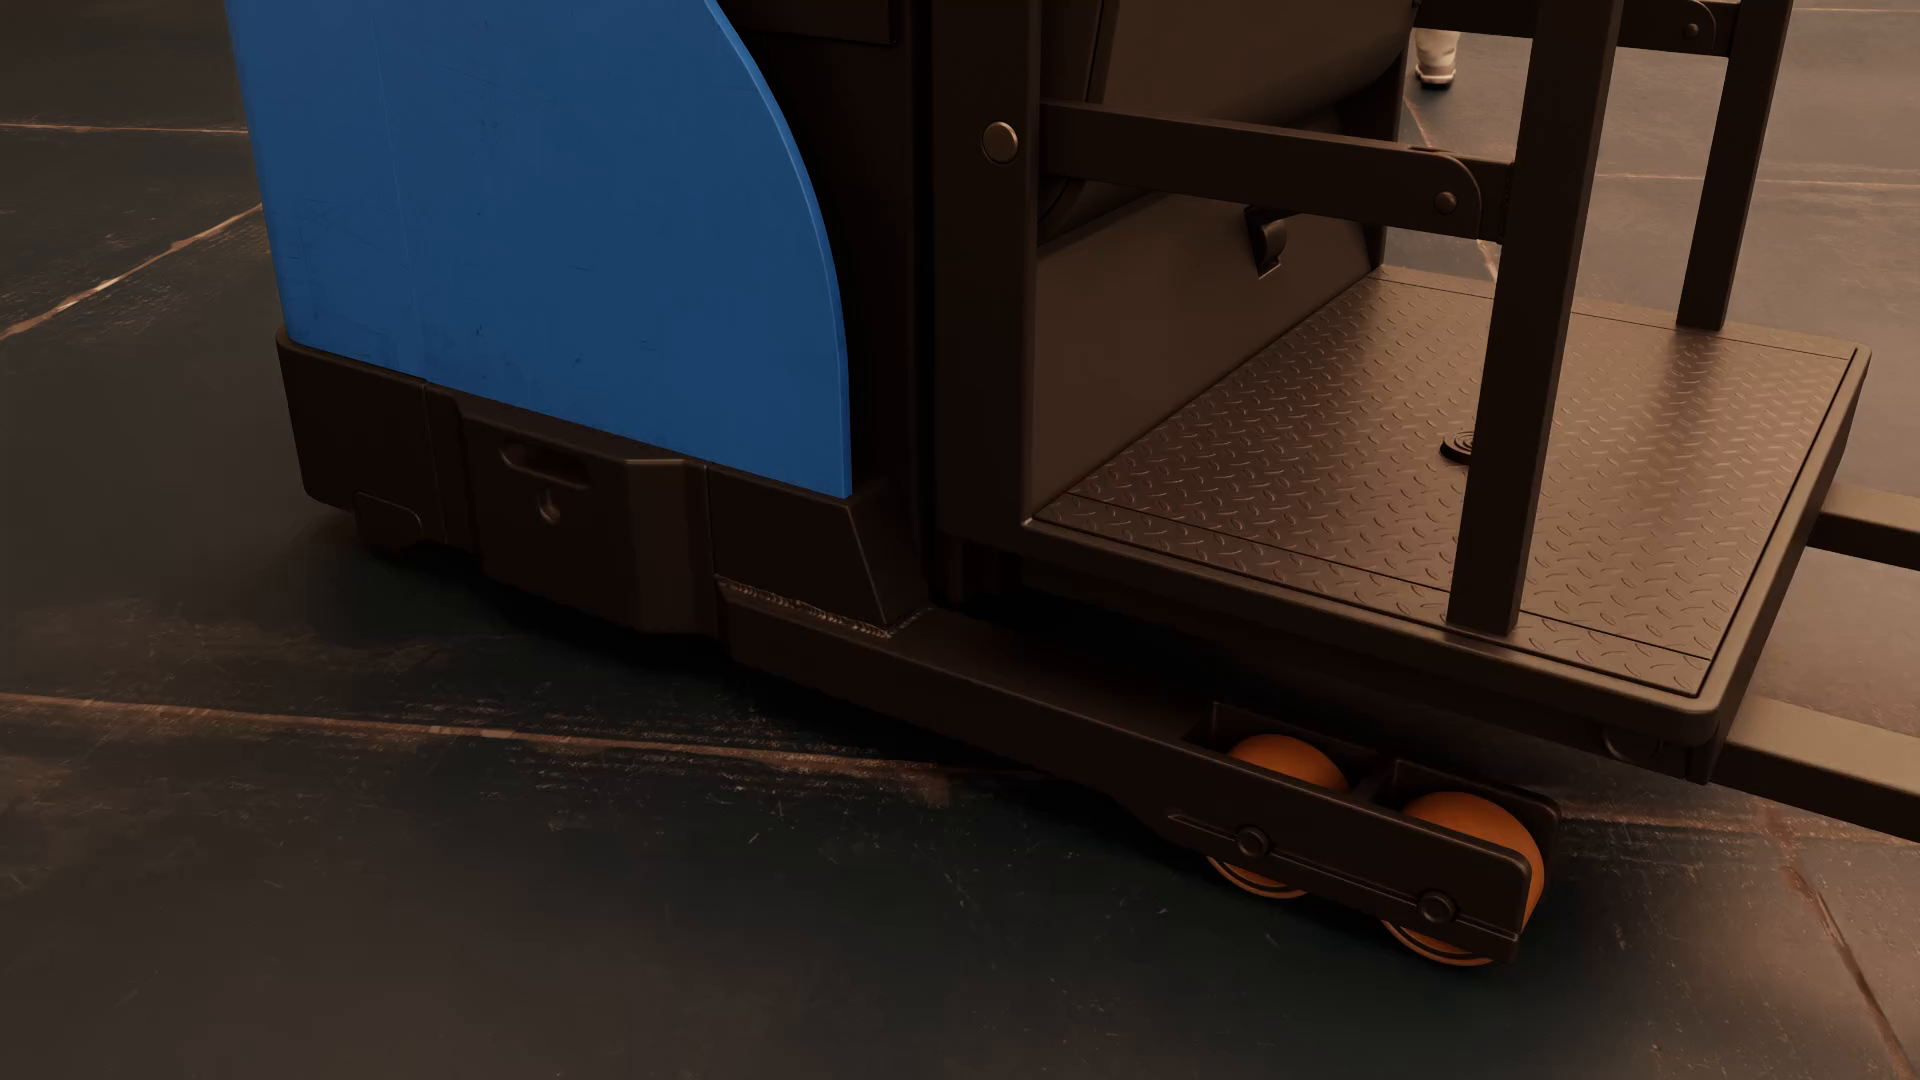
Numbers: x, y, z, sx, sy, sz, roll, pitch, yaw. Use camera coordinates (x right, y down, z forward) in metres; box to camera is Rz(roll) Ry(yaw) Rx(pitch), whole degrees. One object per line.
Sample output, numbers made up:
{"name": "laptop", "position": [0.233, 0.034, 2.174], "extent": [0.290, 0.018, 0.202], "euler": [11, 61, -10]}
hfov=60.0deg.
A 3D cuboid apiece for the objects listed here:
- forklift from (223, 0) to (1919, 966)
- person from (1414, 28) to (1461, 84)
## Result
{"name": "forklift", "position": [0.525, -1.161, 1.544], "extent": [3.031, 2.935, 1.130], "euler": [16, 31, 29]}
{"name": "person", "position": [1.356, -2.297, 5.091], "extent": [0.640, 1.781, 0.576], "euler": [1, 27, 1]}
